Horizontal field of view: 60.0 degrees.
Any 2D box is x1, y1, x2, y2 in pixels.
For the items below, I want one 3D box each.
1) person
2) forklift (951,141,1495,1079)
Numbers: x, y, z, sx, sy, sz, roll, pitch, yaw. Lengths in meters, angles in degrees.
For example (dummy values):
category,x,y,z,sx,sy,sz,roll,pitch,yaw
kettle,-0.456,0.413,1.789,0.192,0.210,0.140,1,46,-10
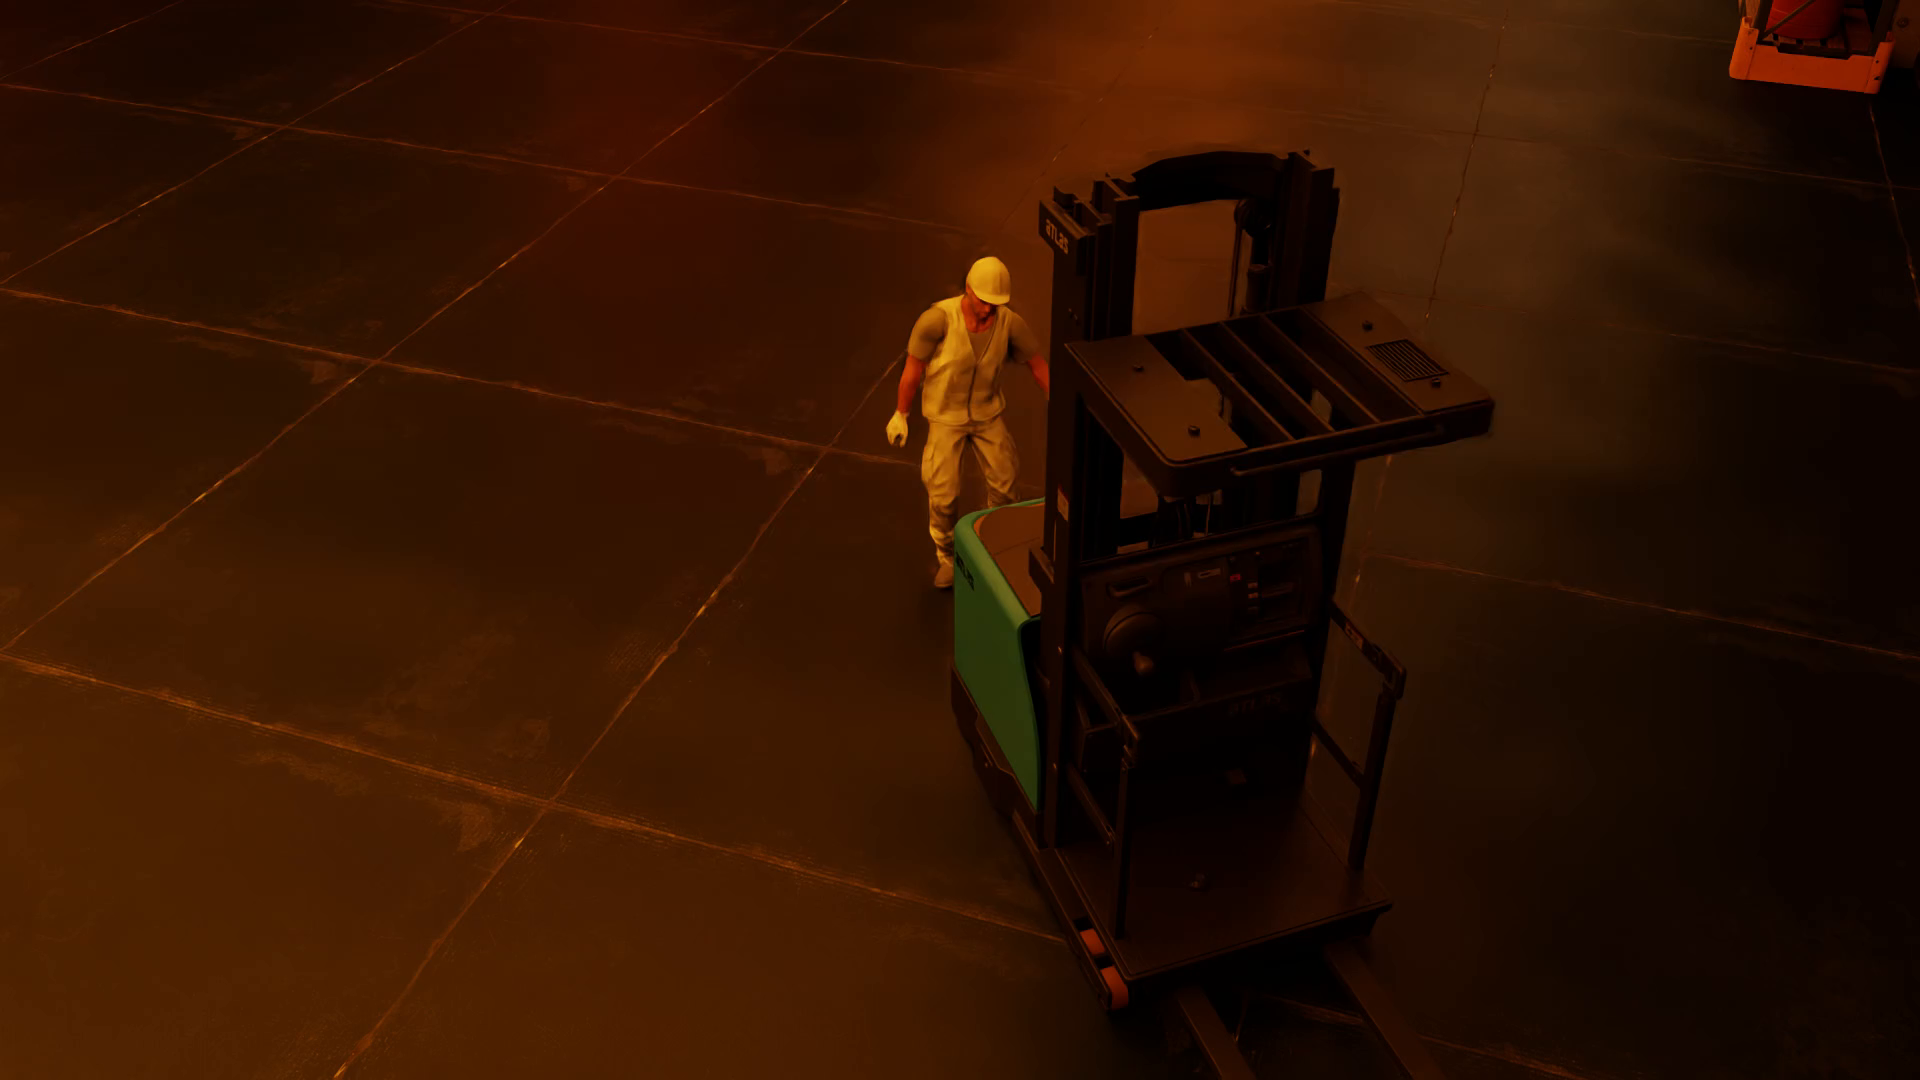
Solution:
category,x,y,z,sx,sy,sz,roll,pitch,yaw
person,0.116,-0.579,8.070,0.941,1.685,0.540,-10,37,-14
forklift,0.937,0.281,5.714,1.130,2.935,3.031,-12,37,-16
